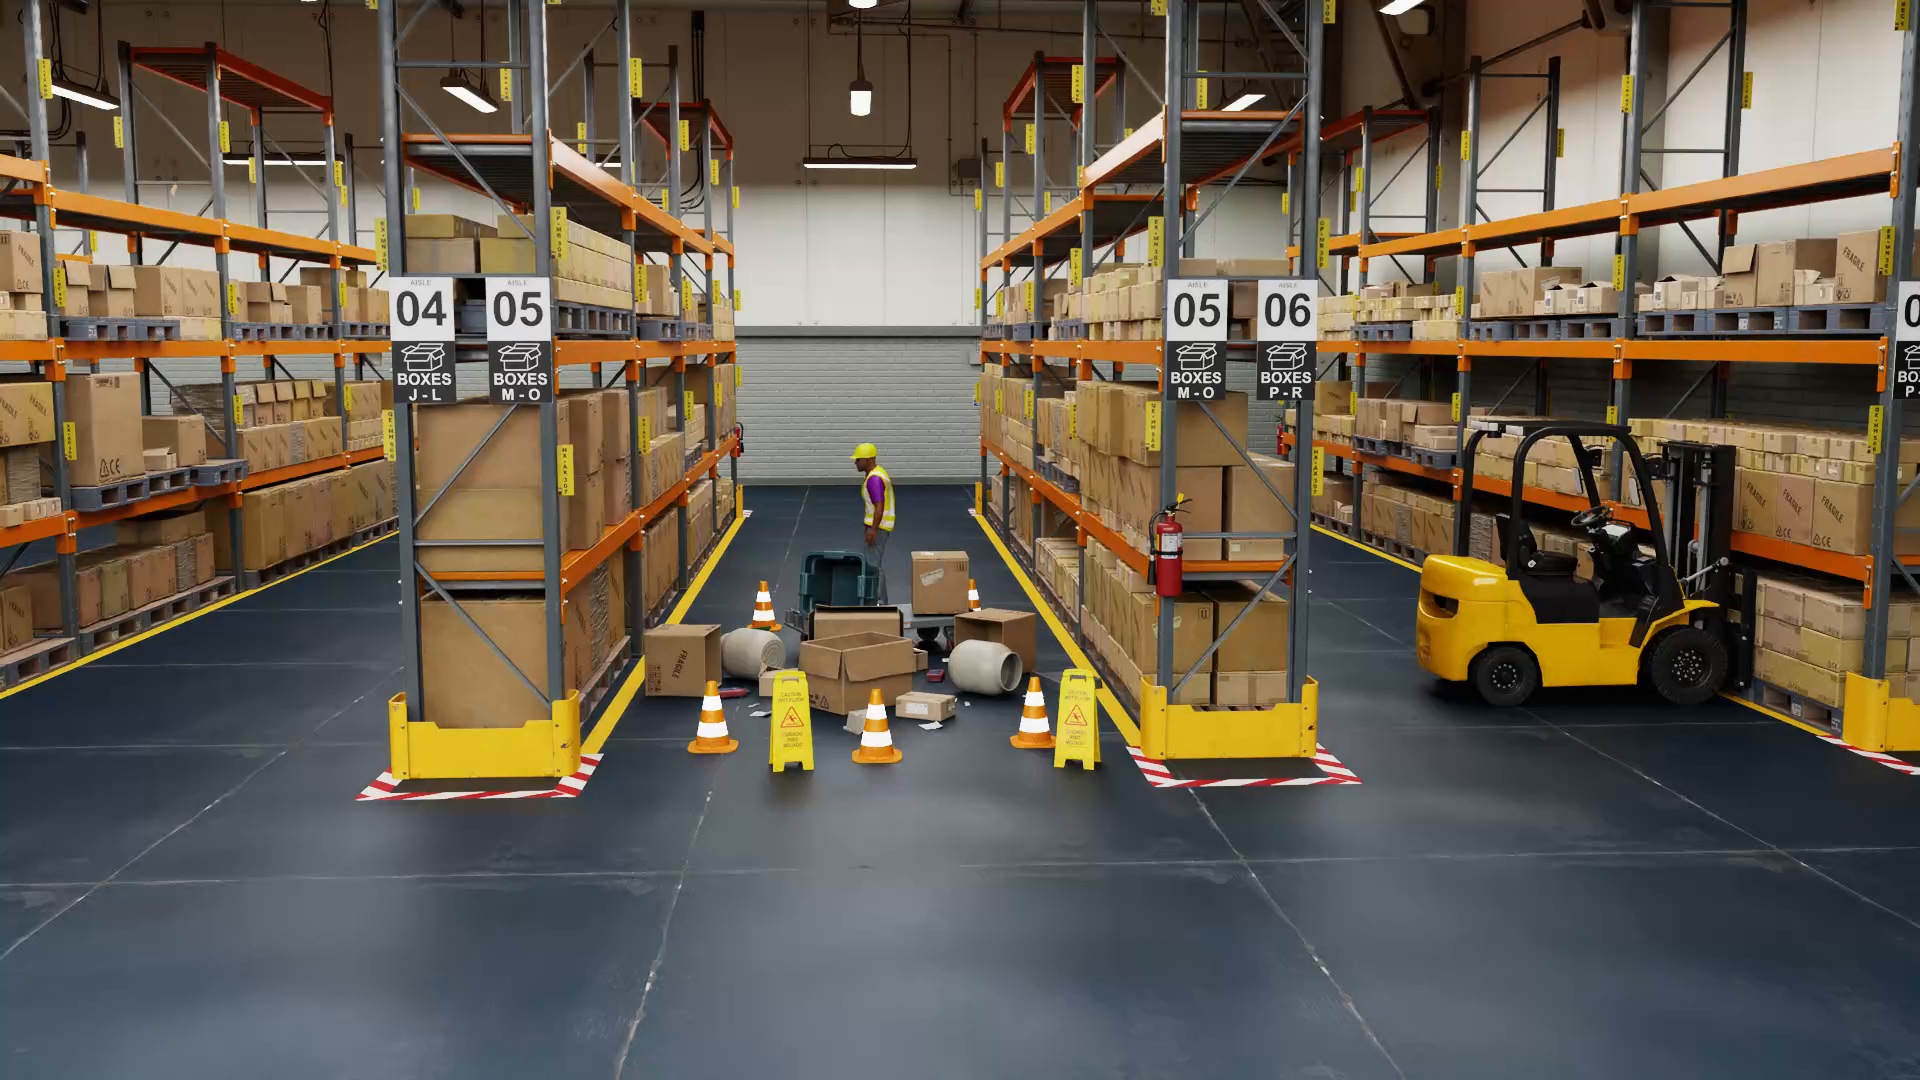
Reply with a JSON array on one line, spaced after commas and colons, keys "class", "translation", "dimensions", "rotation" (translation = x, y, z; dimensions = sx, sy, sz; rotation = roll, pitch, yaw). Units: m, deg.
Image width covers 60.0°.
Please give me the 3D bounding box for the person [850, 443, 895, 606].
[{"class": "person", "translation": [-0.904, -0.124, 17.222], "dimensions": [0.463, 1.757, 0.632], "rotation": [-1, 7, -5]}]
